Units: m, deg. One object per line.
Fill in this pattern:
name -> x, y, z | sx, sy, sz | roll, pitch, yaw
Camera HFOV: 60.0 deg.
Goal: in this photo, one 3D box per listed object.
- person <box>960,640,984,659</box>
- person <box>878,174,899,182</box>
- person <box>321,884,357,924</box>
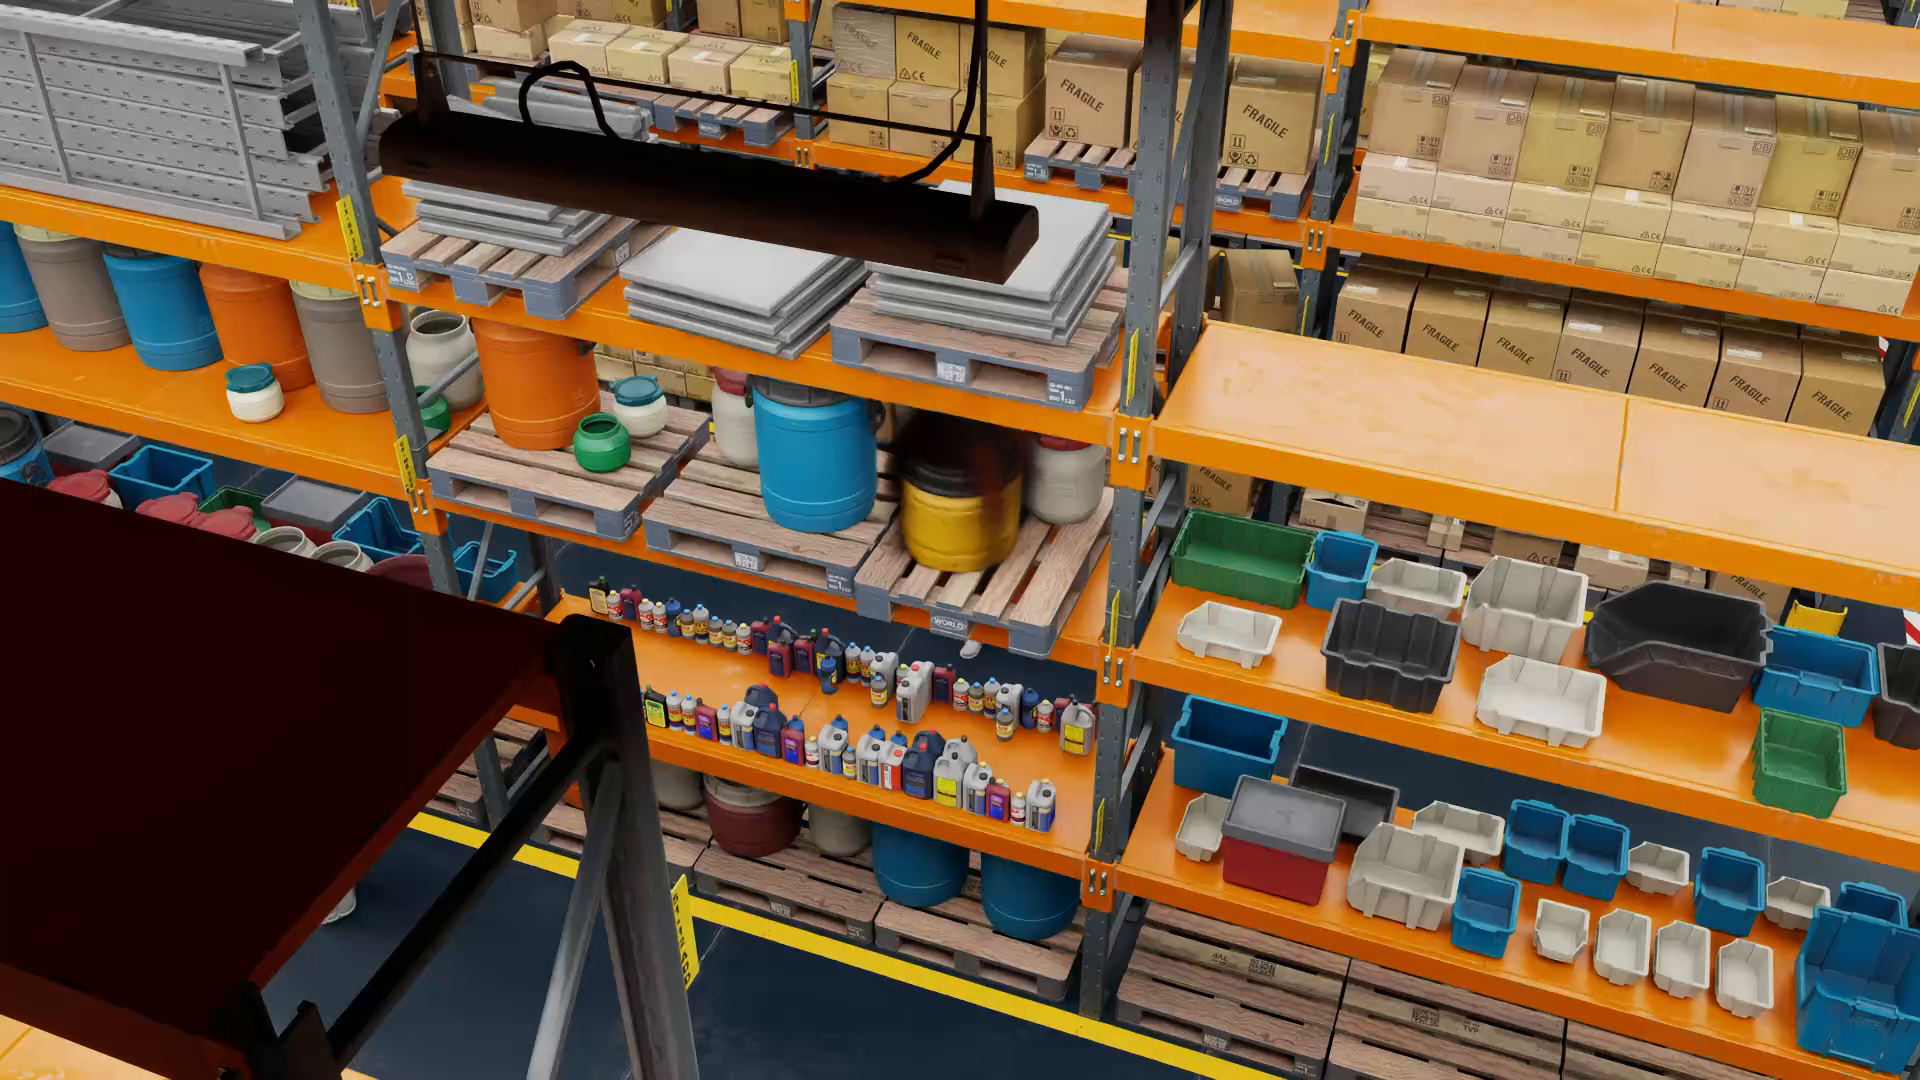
person -> 0.126, -0.002, 11.740 | 0.571, 1.702, 0.527 | -28, 45, -32
person -> -0.657, -2.838, 15.866 | 0.444, 1.593, 0.316 | -22, 42, -27
person -> -3.953, 1.520, 9.857 | 0.570, 1.768, 0.477 | -17, 40, -21
